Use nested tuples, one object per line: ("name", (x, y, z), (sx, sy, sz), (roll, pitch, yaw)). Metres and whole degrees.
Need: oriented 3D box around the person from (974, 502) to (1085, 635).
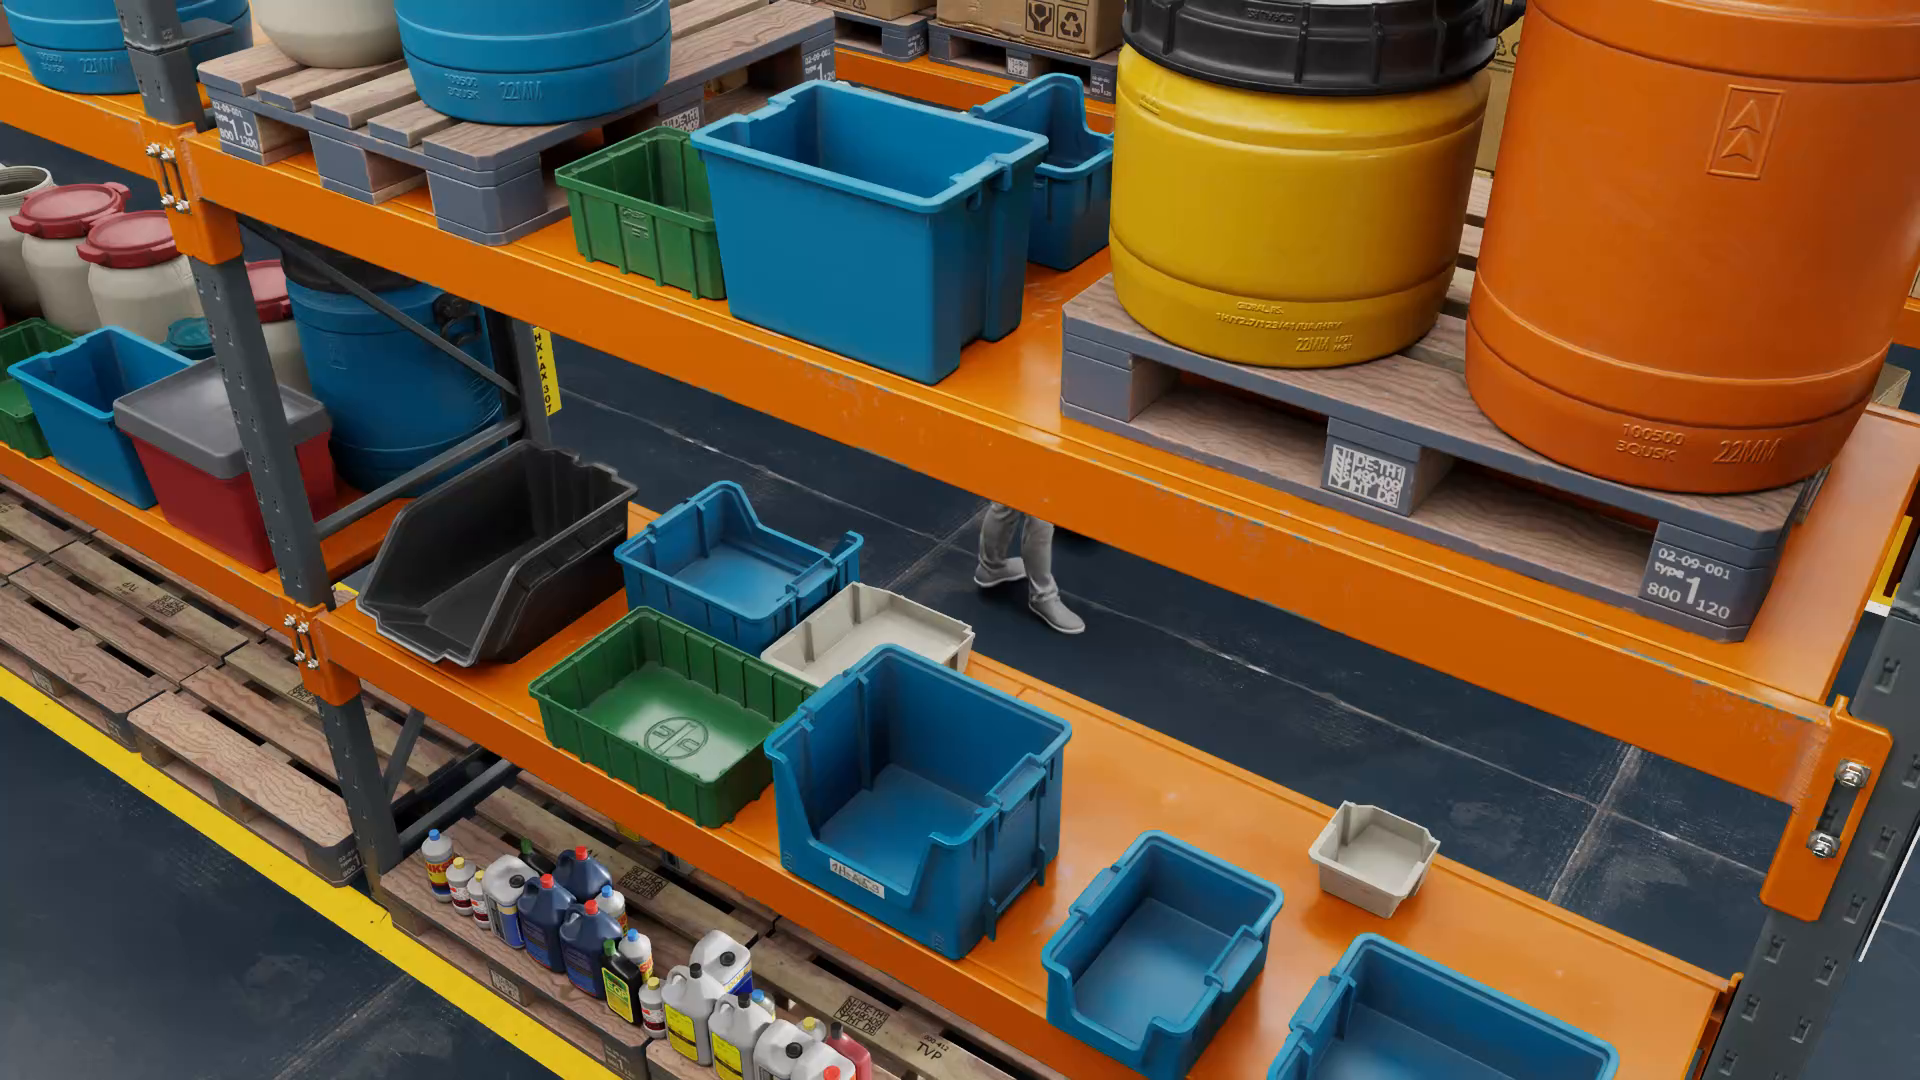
("person", (0.311, -0.431, 6.748), (0.521, 1.684, 0.493), (7, 35, 10))
